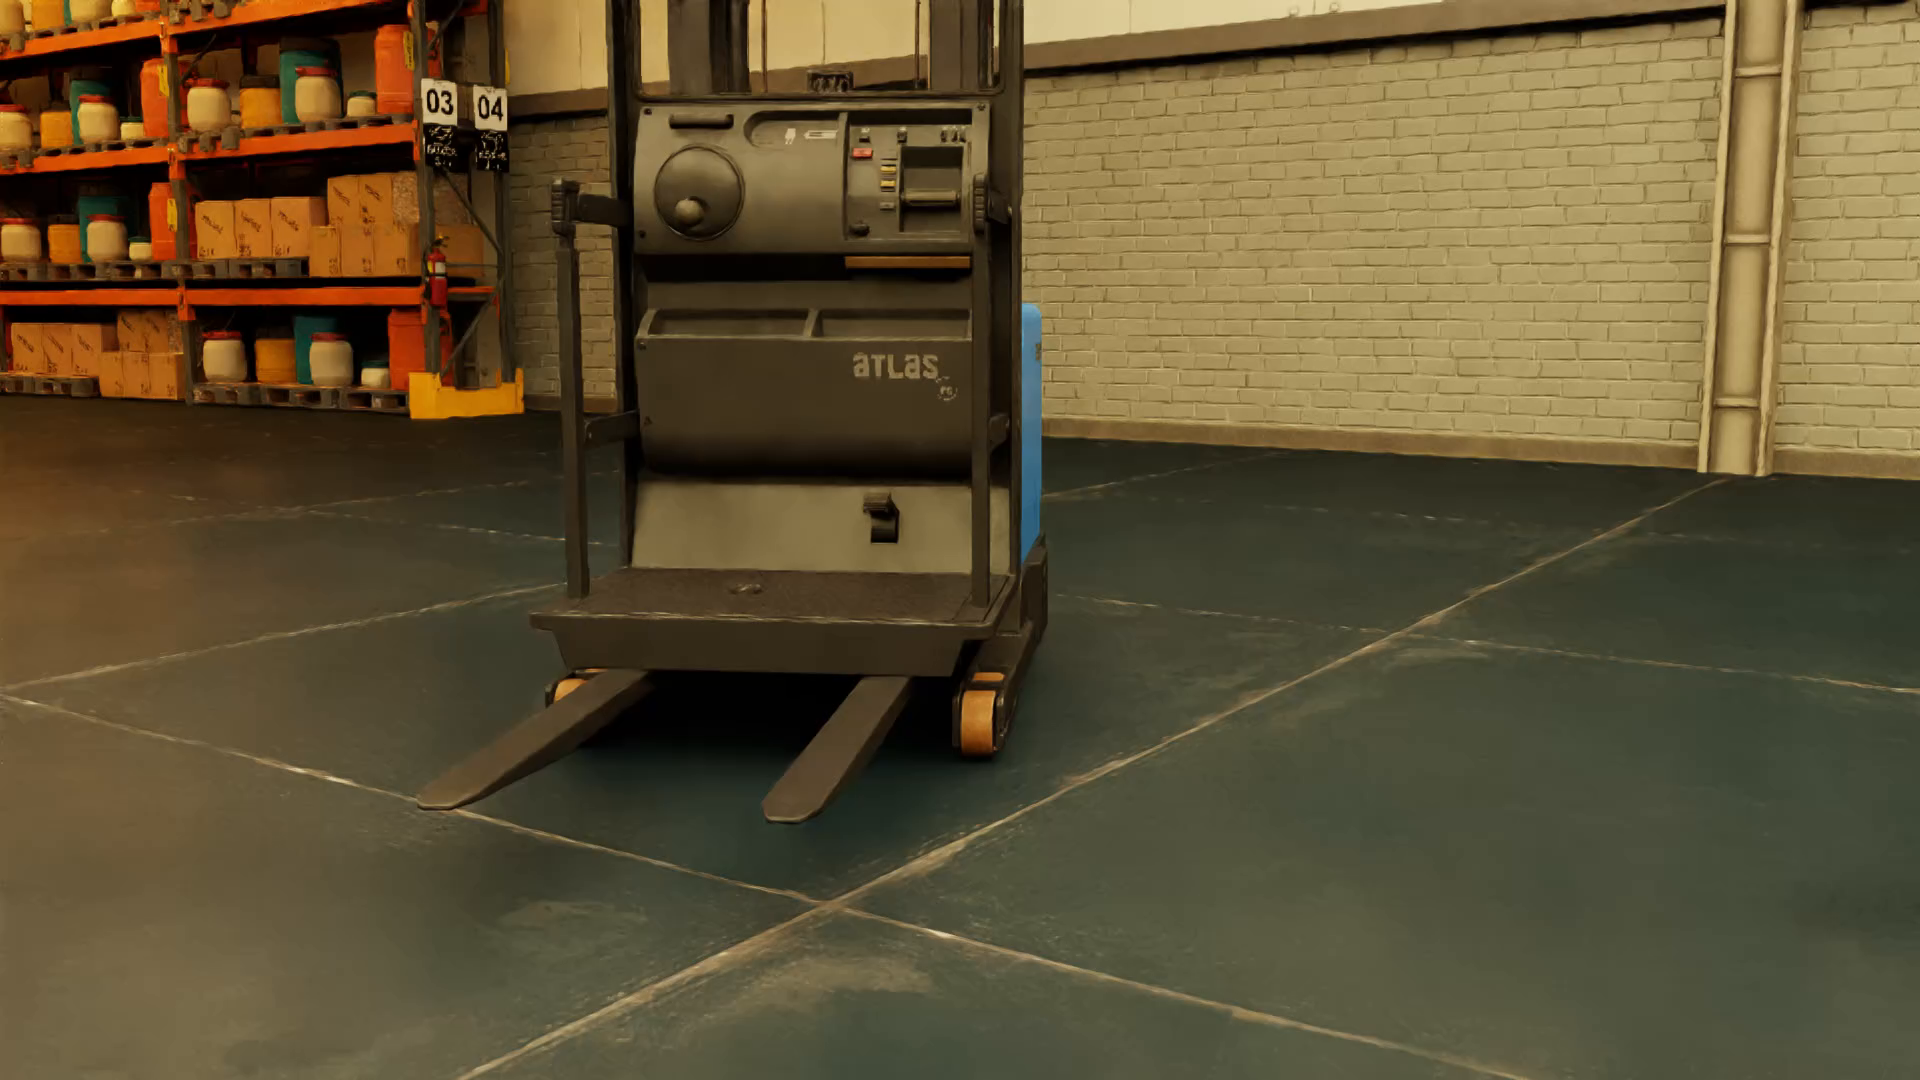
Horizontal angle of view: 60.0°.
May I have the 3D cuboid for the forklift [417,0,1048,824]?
[{"bbox_3d":[-0.410,-0.983,4.108,1.130,2.935,3.031,1,8,7],"label":"forklift"}]
